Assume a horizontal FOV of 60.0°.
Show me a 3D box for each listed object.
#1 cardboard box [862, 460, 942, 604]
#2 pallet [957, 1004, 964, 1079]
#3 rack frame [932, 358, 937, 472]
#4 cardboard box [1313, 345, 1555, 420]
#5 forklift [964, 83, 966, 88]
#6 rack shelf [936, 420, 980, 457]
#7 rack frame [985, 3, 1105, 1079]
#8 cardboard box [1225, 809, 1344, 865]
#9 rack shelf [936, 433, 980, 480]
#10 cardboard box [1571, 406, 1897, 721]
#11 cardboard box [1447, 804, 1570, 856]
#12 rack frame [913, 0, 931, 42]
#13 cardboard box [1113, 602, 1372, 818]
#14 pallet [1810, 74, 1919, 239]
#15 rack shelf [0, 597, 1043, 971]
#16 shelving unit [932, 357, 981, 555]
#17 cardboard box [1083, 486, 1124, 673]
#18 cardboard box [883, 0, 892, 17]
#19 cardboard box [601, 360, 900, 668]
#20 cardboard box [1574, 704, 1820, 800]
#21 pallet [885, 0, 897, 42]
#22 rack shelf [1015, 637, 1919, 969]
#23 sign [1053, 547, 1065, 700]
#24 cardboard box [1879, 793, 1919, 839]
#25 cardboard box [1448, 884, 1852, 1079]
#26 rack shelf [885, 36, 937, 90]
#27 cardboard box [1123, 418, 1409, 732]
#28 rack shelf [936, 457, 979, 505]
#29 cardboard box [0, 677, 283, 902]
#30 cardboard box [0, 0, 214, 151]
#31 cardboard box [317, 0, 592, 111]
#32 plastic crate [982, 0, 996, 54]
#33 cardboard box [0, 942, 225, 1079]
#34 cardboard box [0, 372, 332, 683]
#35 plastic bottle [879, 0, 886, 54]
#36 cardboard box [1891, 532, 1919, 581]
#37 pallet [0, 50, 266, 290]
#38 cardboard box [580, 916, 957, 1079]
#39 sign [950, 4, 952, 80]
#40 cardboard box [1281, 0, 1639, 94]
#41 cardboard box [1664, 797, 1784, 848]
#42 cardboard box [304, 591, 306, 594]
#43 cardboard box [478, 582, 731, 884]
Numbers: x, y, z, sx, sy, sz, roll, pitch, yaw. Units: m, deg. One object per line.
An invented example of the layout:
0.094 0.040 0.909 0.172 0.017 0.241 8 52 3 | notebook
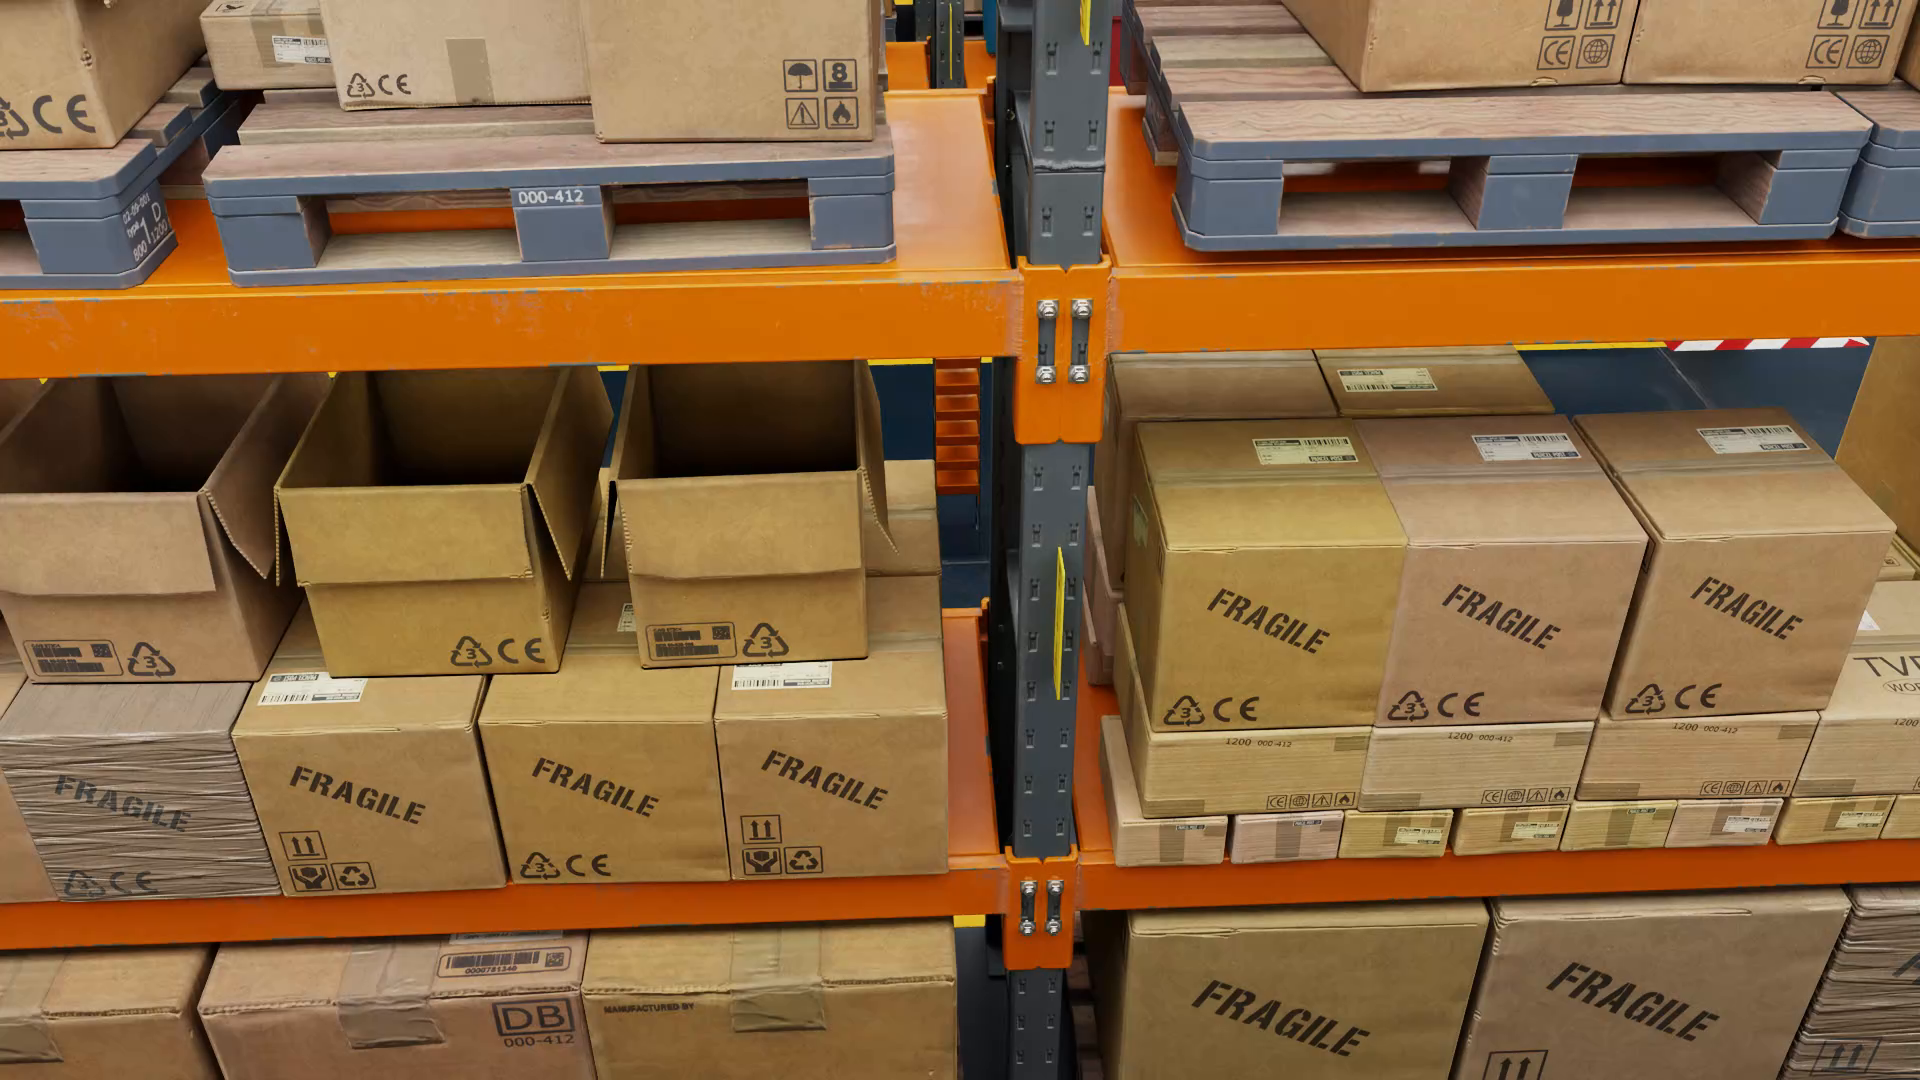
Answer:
-0.304 0.137 4.328 0.500 0.500 0.500 -1 35 -2 | cardboard box
-0.600 1.518 4.870 1.213 0.211 1.003 -2 35 -2 | pallet
-0.106 -0.491 6.904 0.006 1.200 0.240 -2 35 -2 | rack frame
1.115 -0.236 4.167 0.500 0.500 0.500 -1 35 -2 | cardboard box
0.684 -3.926 10.347 3.031 2.935 1.130 0 35 1 | forklift
-0.014 -0.456 6.933 0.180 0.103 0.258 -2 35 -2 | rack shelf
0.167 0.308 4.169 0.127 3.000 1.000 -2 35 -2 | rack frame
0.741 0.586 3.989 0.250 0.149 0.380 -3 35 -4 | cardboard box
-0.014 -0.358 7.002 0.180 0.103 0.258 -2 35 -2 | rack shelf
1.670 0.046 3.759 0.500 0.500 0.500 -3 35 -4 | cardboard box
1.267 0.570 4.011 0.250 0.149 0.380 -2 35 -4 | cardboard box
-0.298 -5.323 12.306 0.127 3.000 1.000 -2 35 -2 | rack frame
0.649 0.384 3.930 0.500 0.250 0.500 -2 35 -3 | cardboard box
2.201 -0.936 3.409 1.213 0.211 1.003 -2 35 -2 | pallet
-1.830 0.658 4.296 4.000 0.370 1.077 -2 35 -2 | rack shelf
-0.014 -0.493 6.908 0.189 1.200 0.258 -2 35 -2 | shelving unit
0.596 0.087 4.360 0.500 0.250 0.500 -2 35 -3 | cardboard box
-0.777 -4.300 12.637 0.500 0.500 0.500 -2 35 -2 | cardboard box
-0.470 -0.123 3.823 0.637 0.503 0.797 -2 35 -3 | cardboard box
1.663 0.356 3.970 0.500 0.250 0.500 -1 35 -1 | cardboard box
-1.109 -4.133 13.036 1.213 0.211 1.003 -2 35 -2 | pallet
2.165 0.550 4.451 4.000 0.370 1.077 -2 35 -2 | rack shelf
0.203 0.173 3.416 0.005 0.325 0.100 -2 35 -2 | sign
2.296 0.542 4.052 0.250 0.149 0.380 -1 35 -1 | cardboard box
1.729 1.013 4.649 0.875 0.875 0.875 -2 35 -2 | cardboard box
-2.065 -2.157 8.364 4.000 0.370 1.077 -2 35 -2 | rack shelf
0.658 0.072 3.722 0.500 0.500 0.500 -2 35 -2 | cardboard box
-0.014 -0.259 7.070 0.180 0.103 0.258 -2 35 -2 | rack shelf
-1.804 0.473 3.843 0.500 0.500 0.500 -1 35 -2 | cardboard box
-1.789 -1.100 3.108 0.637 0.503 0.797 -2 35 -3 | cardboard box
-0.933 -1.083 3.252 0.500 0.311 0.500 -3 35 -4 | cardboard box
0.383 -2.732 8.523 0.575 0.384 0.392 -2 35 -2 | plastic crate
-2.247 1.091 4.536 0.875 0.875 1.225 -1 35 -2 | cardboard box
-1.776 -0.086 3.769 0.637 0.503 0.797 0 35 -1 | cardboard box
-0.474 -2.661 8.502 0.185 0.351 0.144 -2 35 -2 | plastic bottle
2.650 0.029 4.443 0.500 0.250 0.500 -3 35 -4 | cardboard box
-2.071 -0.819 3.328 1.213 0.211 1.003 0 35 0 | pallet
-0.471 1.038 4.613 0.875 0.875 1.225 -1 35 -2 | cardboard box
-0.043 -2.308 7.706 0.005 0.325 0.100 -2 35 -2 | sign
0.946 -1.235 3.219 0.500 0.500 0.700 -3 35 -5 | cardboard box
1.773 0.557 4.029 0.250 0.149 0.380 -1 35 -2 | cardboard box
-1.822 0.182 4.264 0.500 0.500 0.500 -1 35 -1 | cardboard box
-0.781 0.444 3.884 0.500 0.500 0.500 -1 35 -1 | cardboard box
